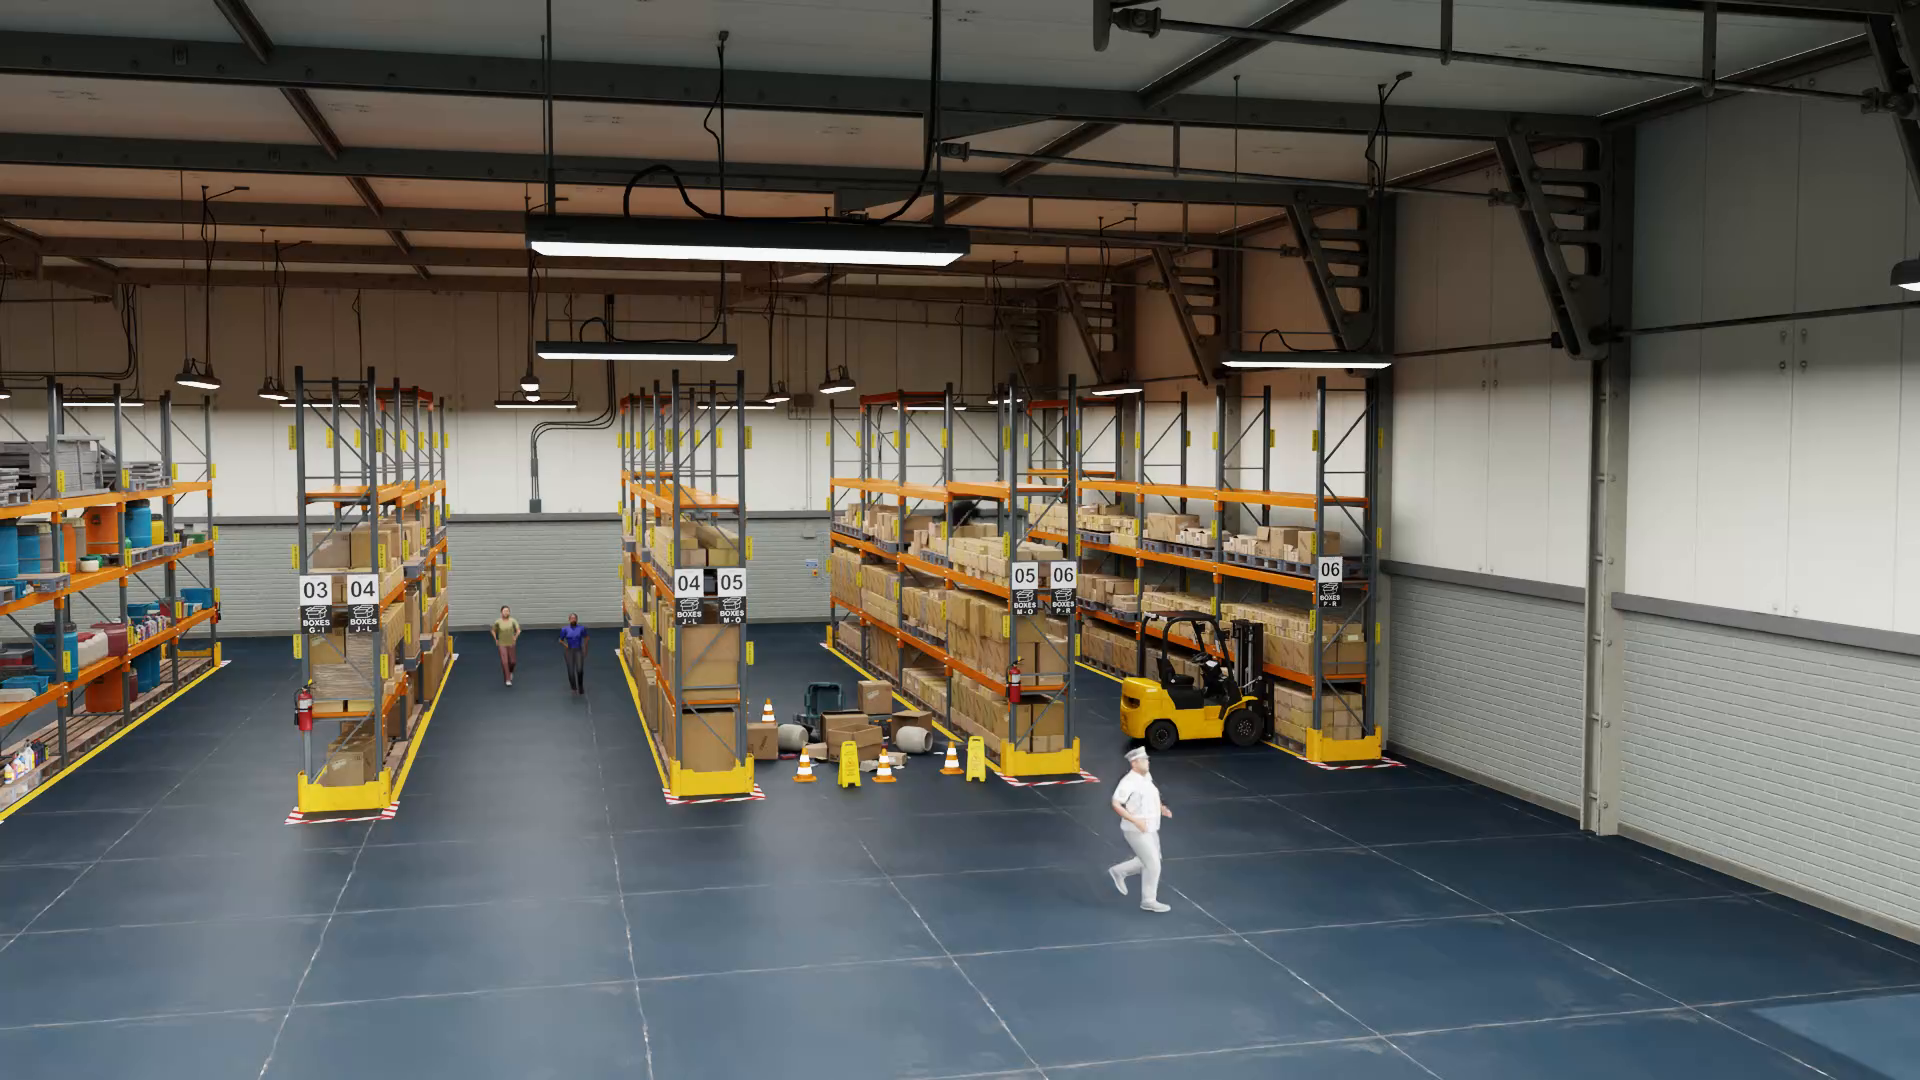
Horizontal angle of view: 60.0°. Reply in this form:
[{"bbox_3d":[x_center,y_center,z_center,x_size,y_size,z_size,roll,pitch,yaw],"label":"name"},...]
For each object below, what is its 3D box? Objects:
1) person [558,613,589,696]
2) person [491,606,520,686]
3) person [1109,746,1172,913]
[{"bbox_3d":[-7.555,2.254,32.542,0.584,1.629,0.620,-1,3,-13],"label":"person"},{"bbox_3d":[-9.302,2.154,34.070,0.572,1.626,0.604,-1,4,-17],"label":"person"},{"bbox_3d":[1.920,3.069,17.782,0.734,1.736,0.672,2,4,32],"label":"person"}]
